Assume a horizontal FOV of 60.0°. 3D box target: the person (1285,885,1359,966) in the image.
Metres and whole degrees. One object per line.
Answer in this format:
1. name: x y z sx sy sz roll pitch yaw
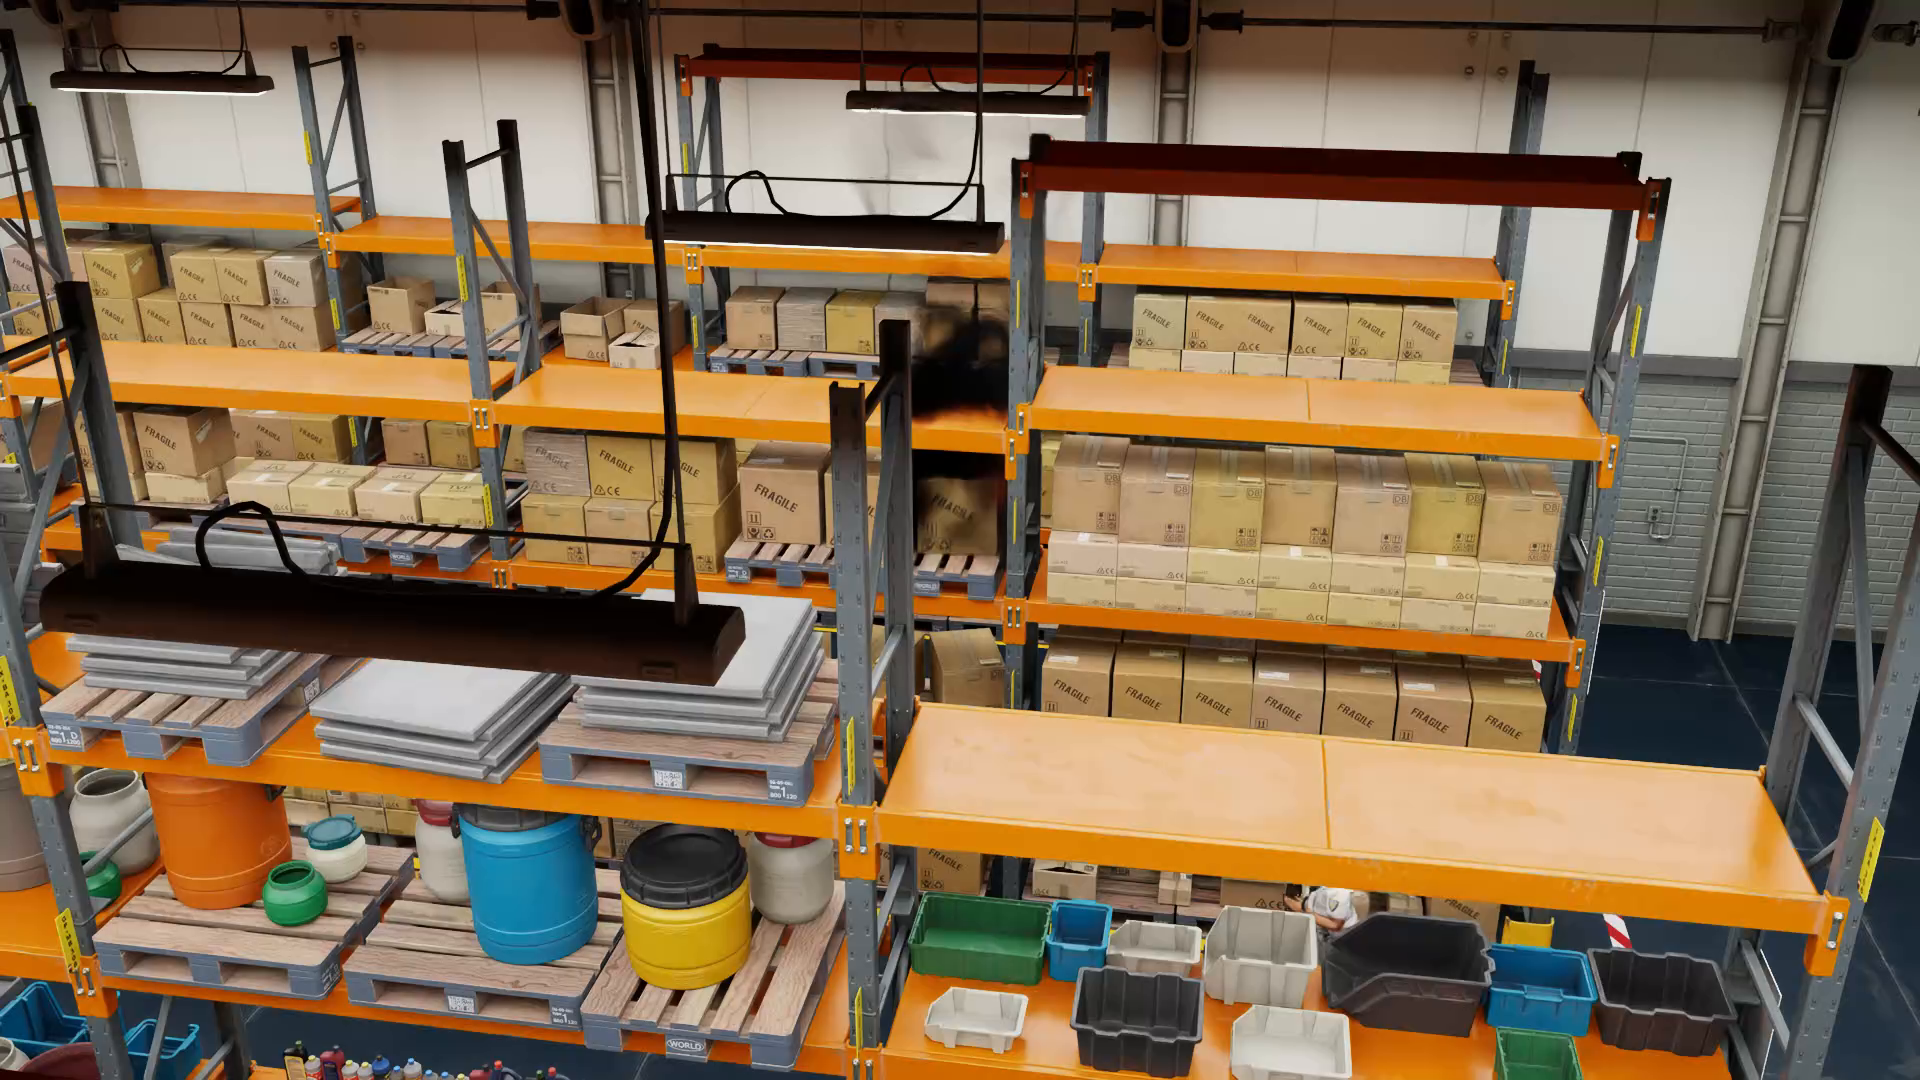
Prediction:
1. person: 2.489 2.721 11.200 0.661 1.763 0.598 2 23 4
